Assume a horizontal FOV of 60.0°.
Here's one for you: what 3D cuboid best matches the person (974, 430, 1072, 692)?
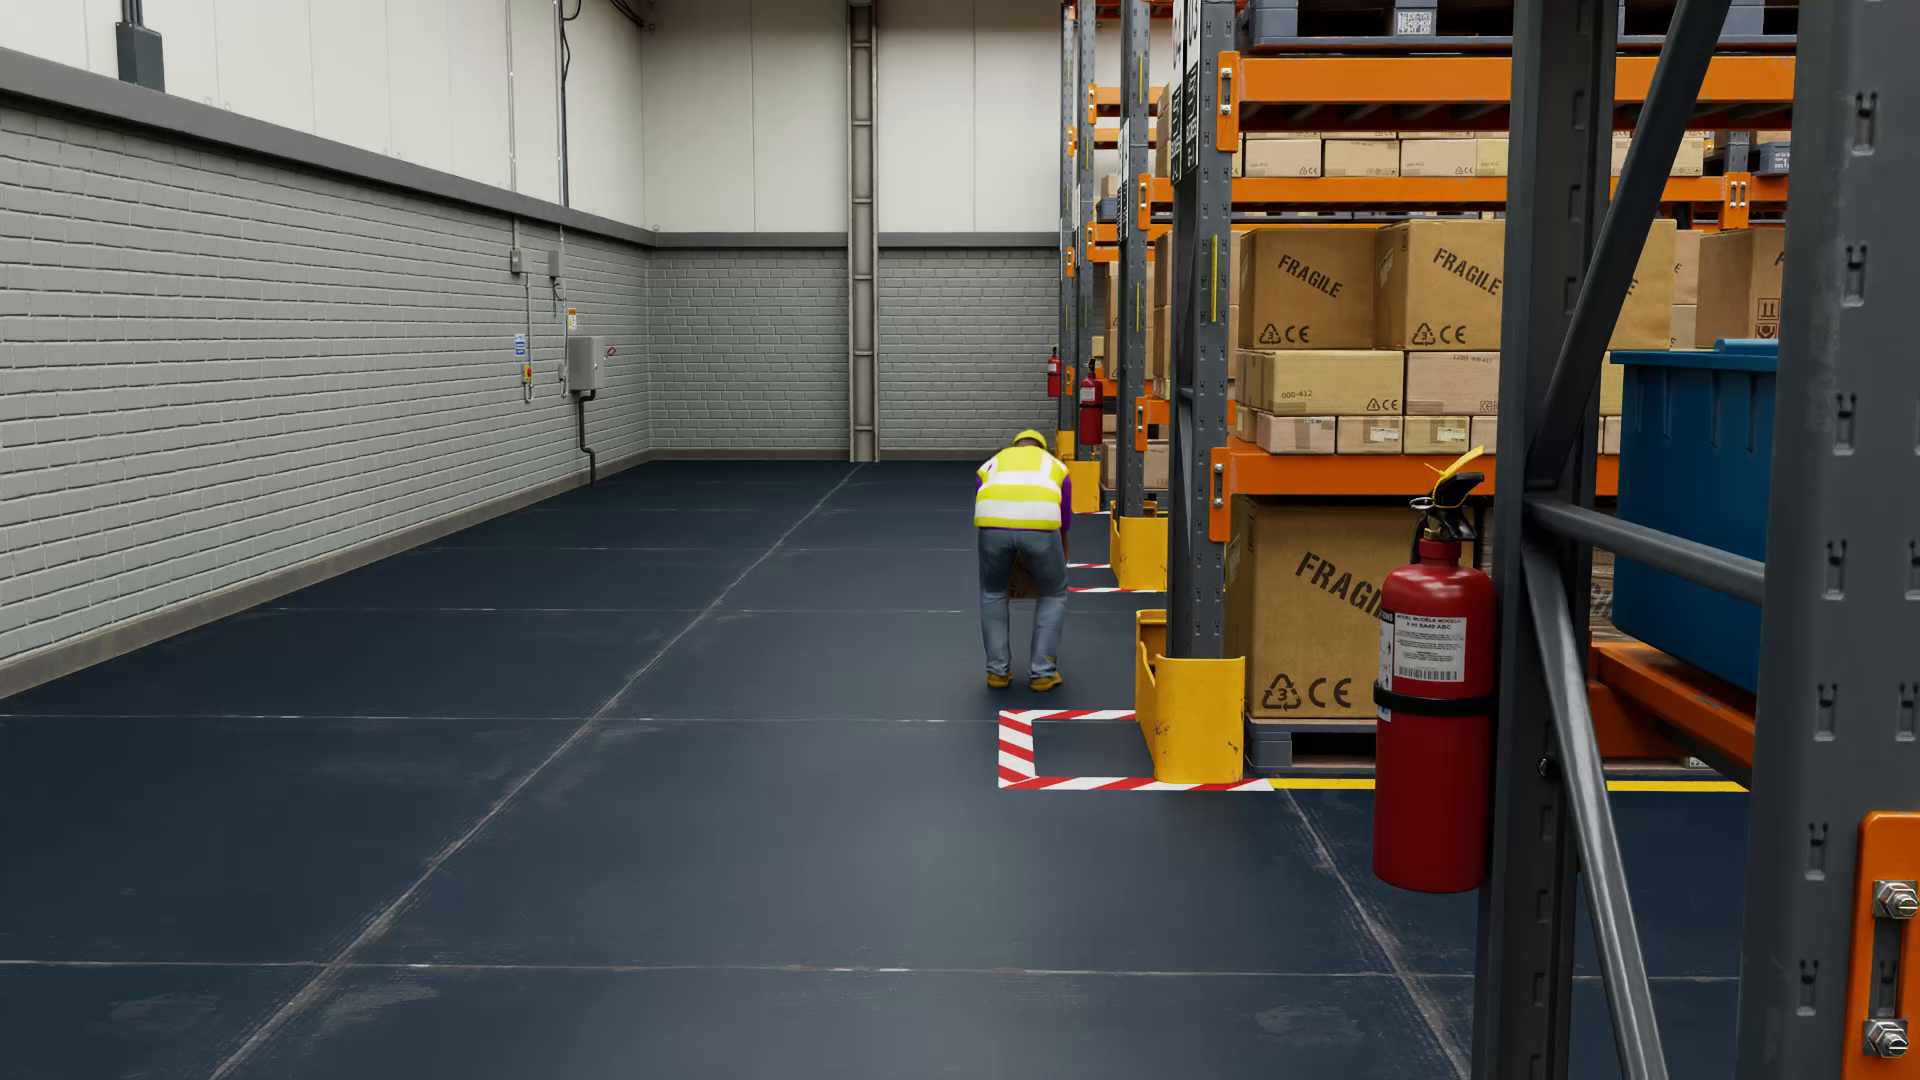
[{"bbox_3d":[0.318,0.085,8.518,0.501,1.259,0.938,1,7,10],"label":"person"}]
